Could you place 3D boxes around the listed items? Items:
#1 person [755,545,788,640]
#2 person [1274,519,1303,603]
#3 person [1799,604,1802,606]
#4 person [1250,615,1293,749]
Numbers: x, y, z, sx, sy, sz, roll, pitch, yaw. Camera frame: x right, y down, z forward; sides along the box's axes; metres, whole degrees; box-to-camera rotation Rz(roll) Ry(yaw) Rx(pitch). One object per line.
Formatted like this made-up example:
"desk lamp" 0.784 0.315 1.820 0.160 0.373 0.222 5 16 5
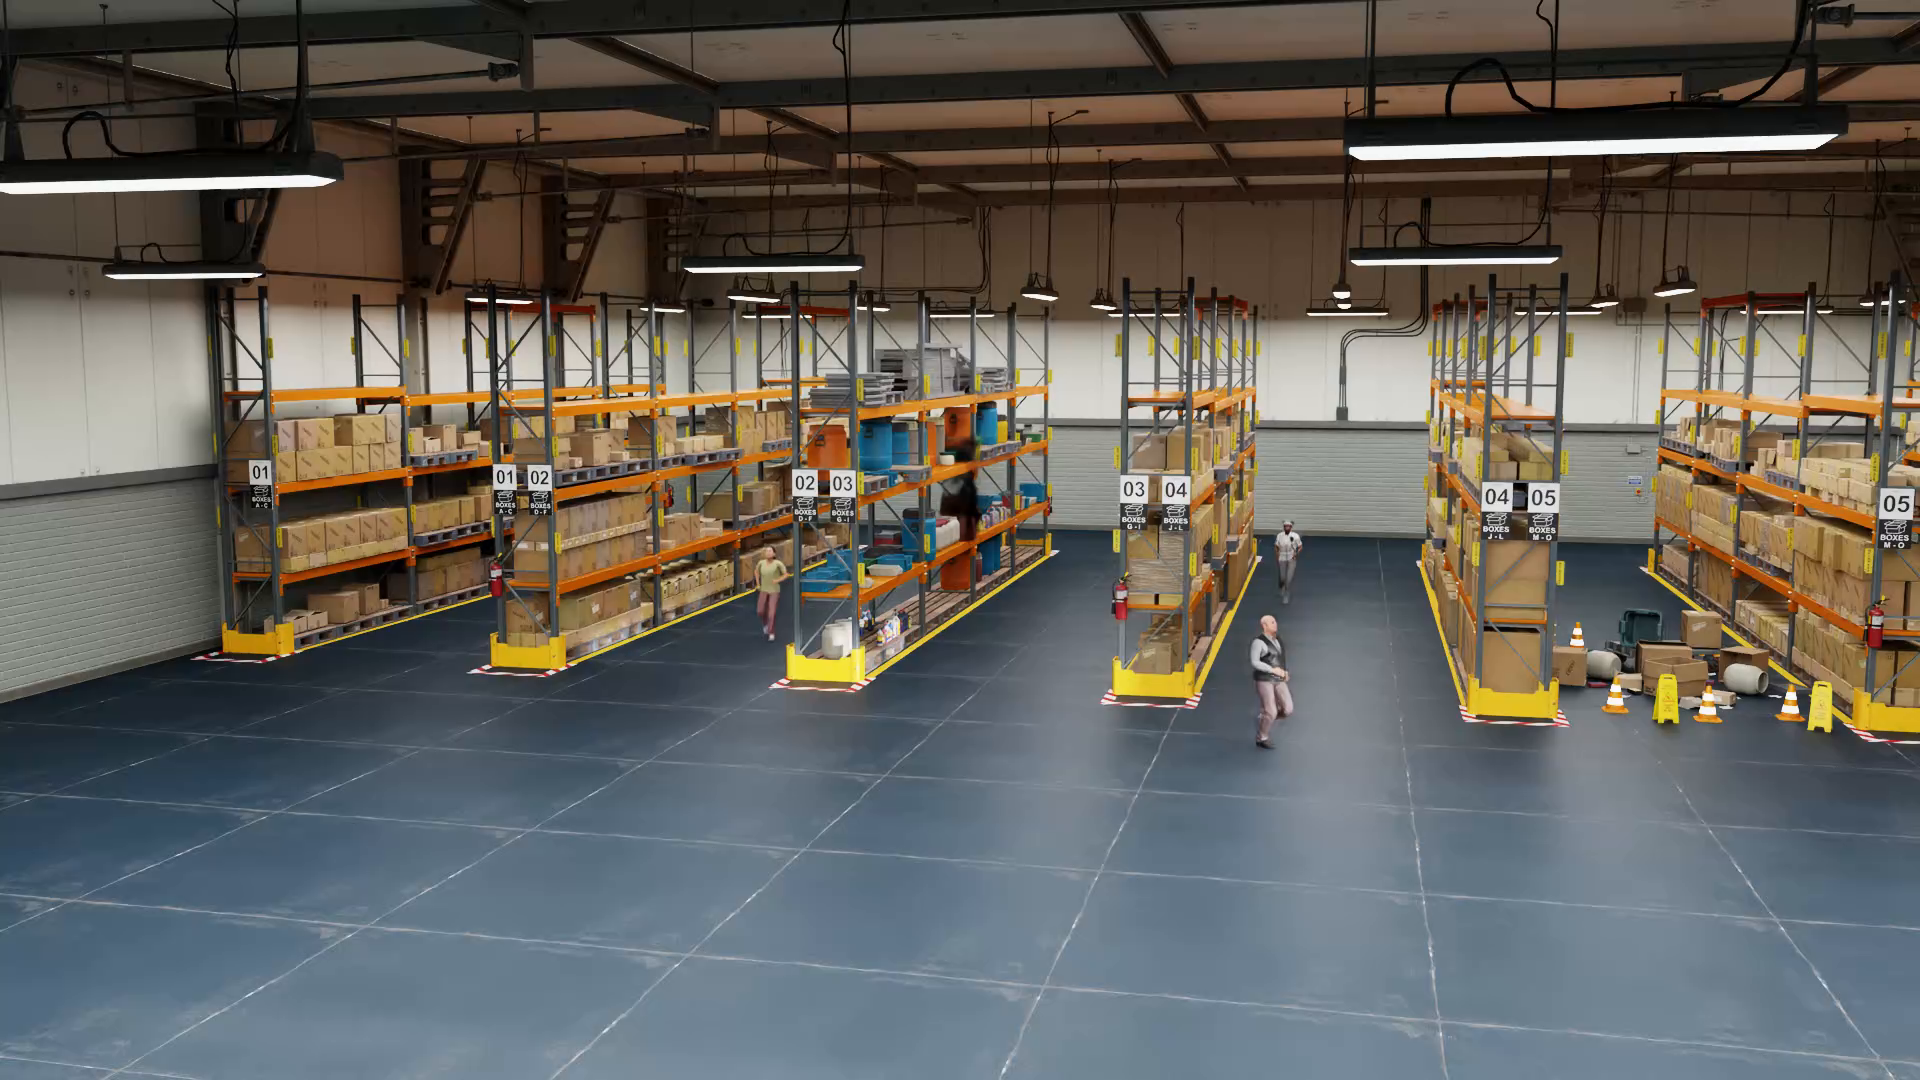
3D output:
"person" -3.269 0.907 28.603 0.624 1.638 0.514 1 7 10
"person" 6.501 0.406 32.955 0.571 1.669 0.595 2 7 19
"person" 16.288 0.457 32.094 0.708 1.746 0.689 2 7 15
"person" 3.918 1.781 20.866 0.655 1.680 0.571 -6 9 -41
